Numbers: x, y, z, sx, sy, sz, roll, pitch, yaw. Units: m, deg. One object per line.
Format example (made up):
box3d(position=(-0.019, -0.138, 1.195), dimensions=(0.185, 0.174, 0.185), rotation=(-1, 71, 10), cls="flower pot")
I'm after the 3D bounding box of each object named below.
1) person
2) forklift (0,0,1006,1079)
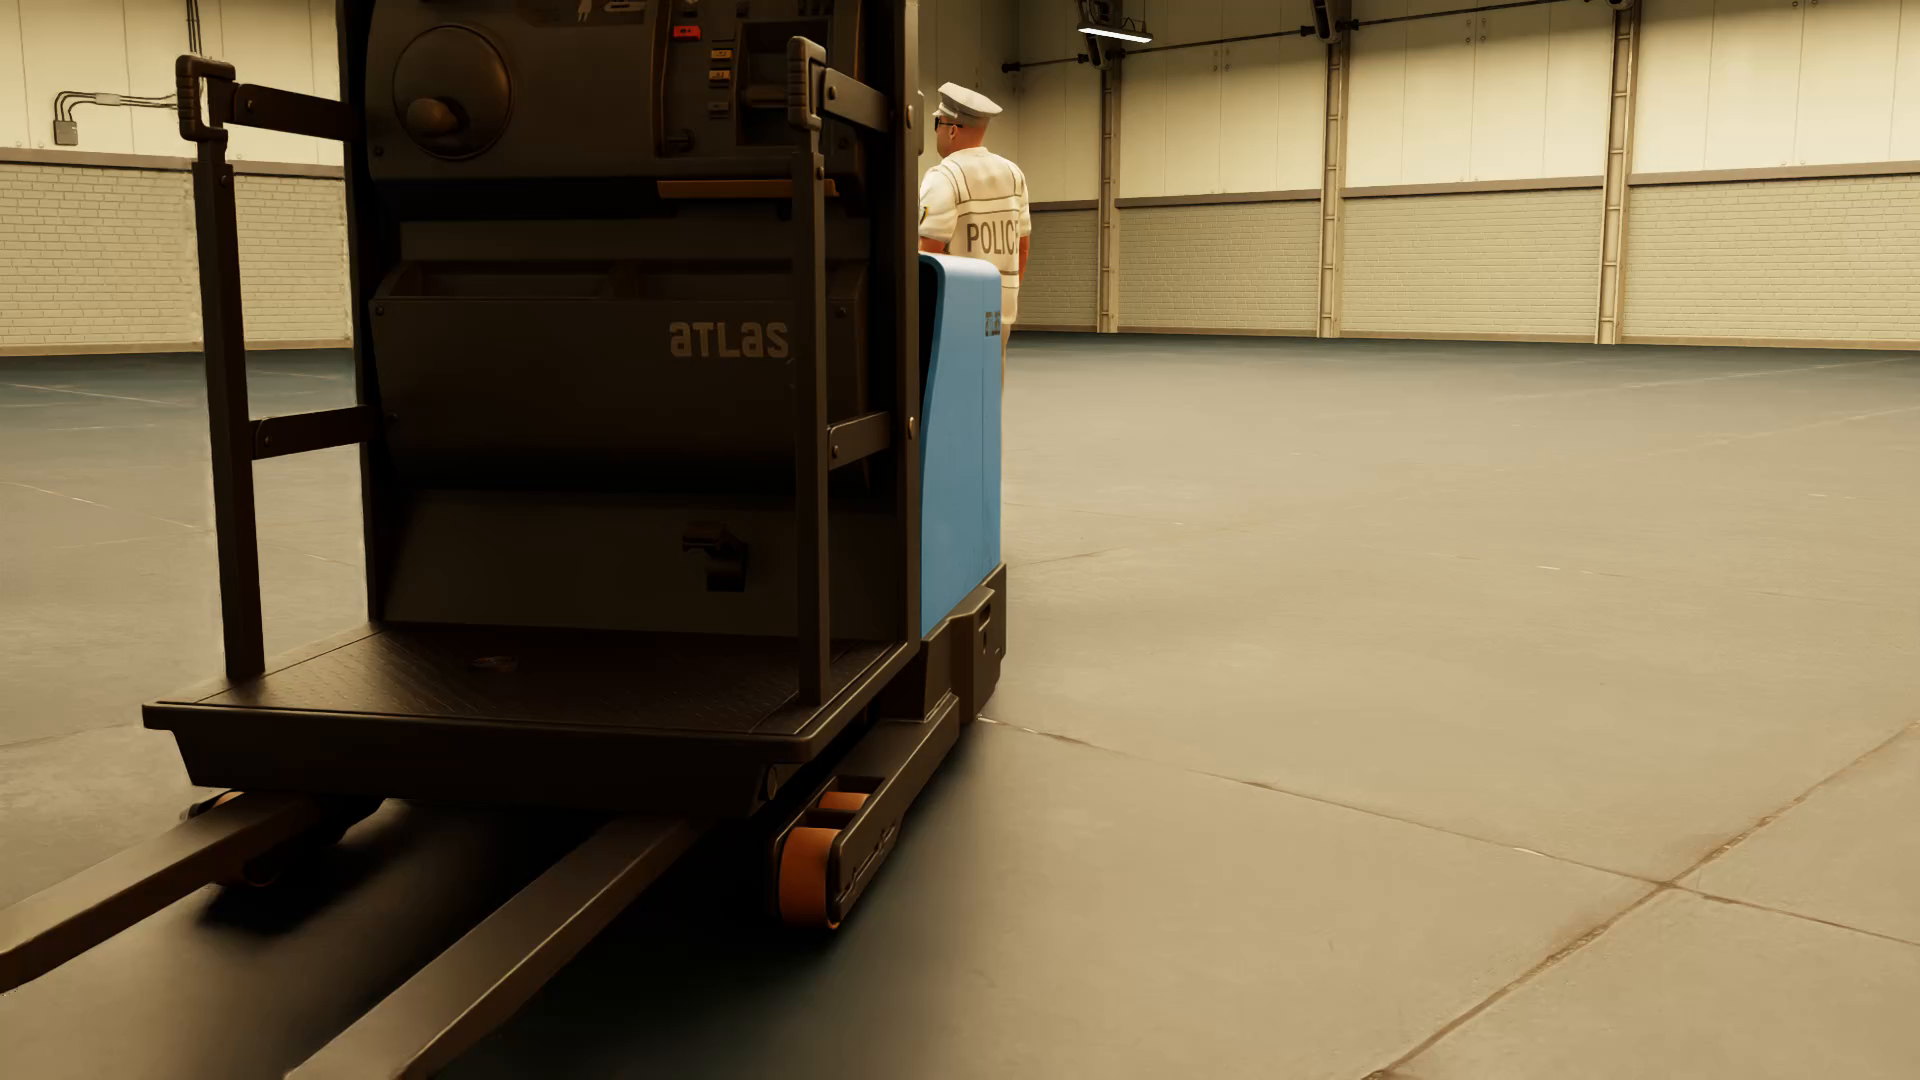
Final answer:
box3d(position=(-0.048, -0.899, 6.645), dimensions=(0.574, 1.781, 0.641), rotation=(8, 12, 43), cls="person")
box3d(position=(-0.664, -0.891, 2.791), dimensions=(1.130, 2.935, 3.031), rotation=(2, 9, 11), cls="forklift")
